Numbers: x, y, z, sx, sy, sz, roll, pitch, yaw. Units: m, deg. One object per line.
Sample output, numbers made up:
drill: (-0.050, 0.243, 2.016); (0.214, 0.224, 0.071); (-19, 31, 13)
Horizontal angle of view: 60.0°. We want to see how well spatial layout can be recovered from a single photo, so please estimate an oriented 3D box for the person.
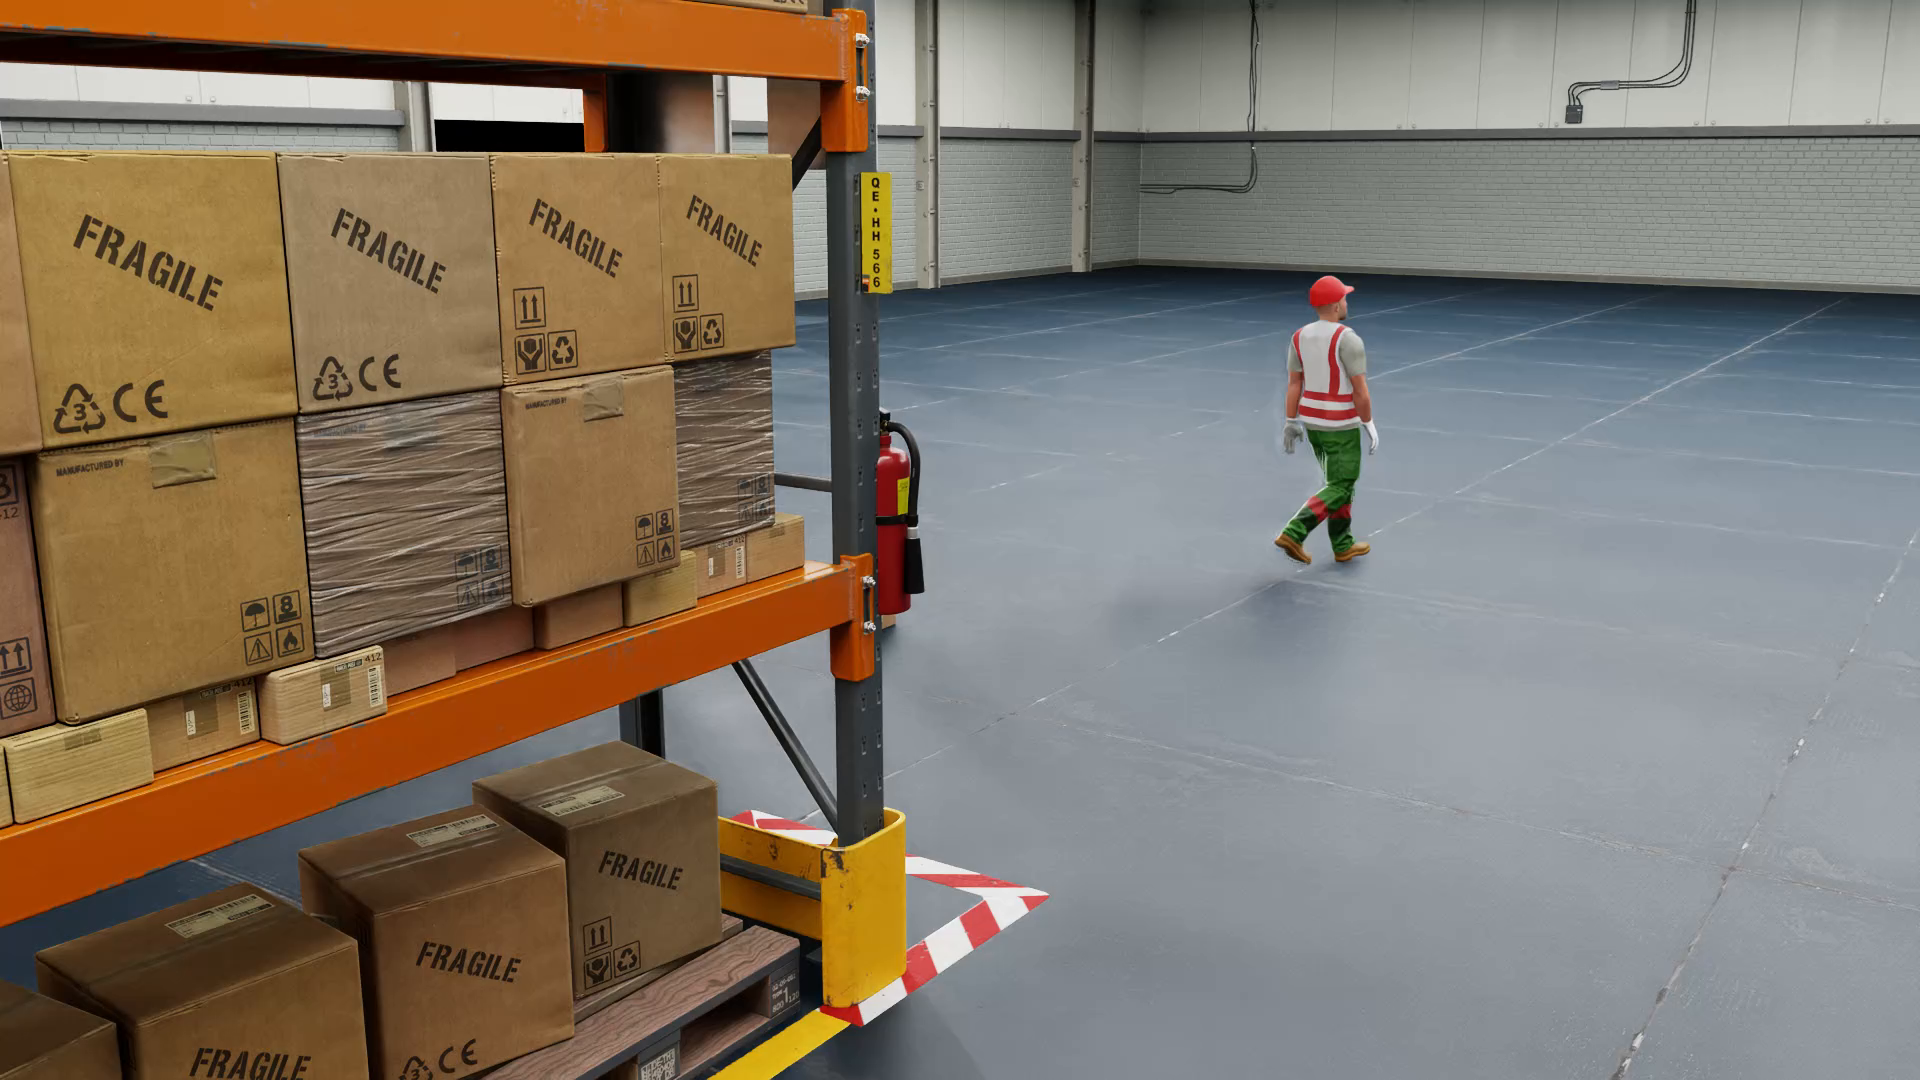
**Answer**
person: (2.213, -0.691, 9.959); (0.934, 1.761, 0.559); (-8, 15, -31)
